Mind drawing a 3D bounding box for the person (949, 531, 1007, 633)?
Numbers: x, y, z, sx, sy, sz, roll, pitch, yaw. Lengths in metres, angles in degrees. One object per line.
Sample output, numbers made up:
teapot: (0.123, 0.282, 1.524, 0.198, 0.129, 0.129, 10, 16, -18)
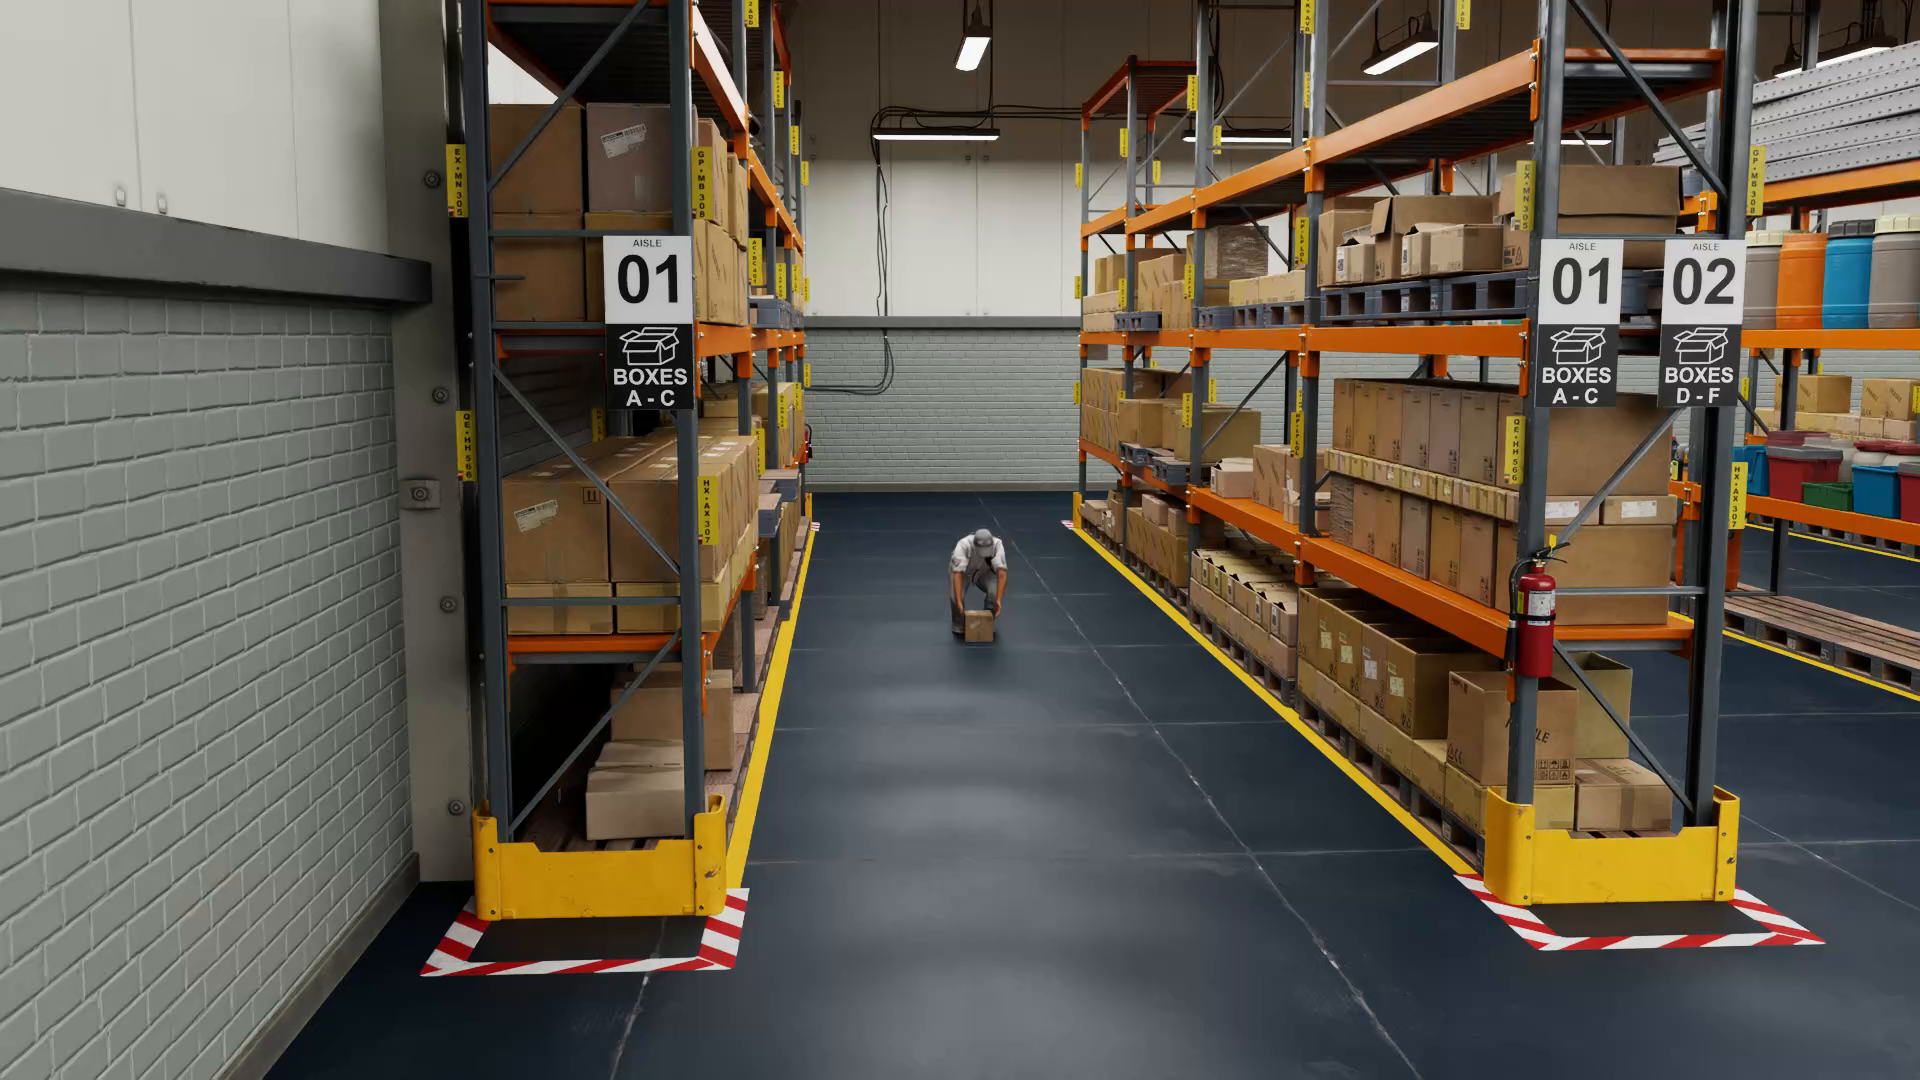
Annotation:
person: (0.156, 0.377, 15.460, 0.528, 0.992, 0.845, 0, 7, -4)
